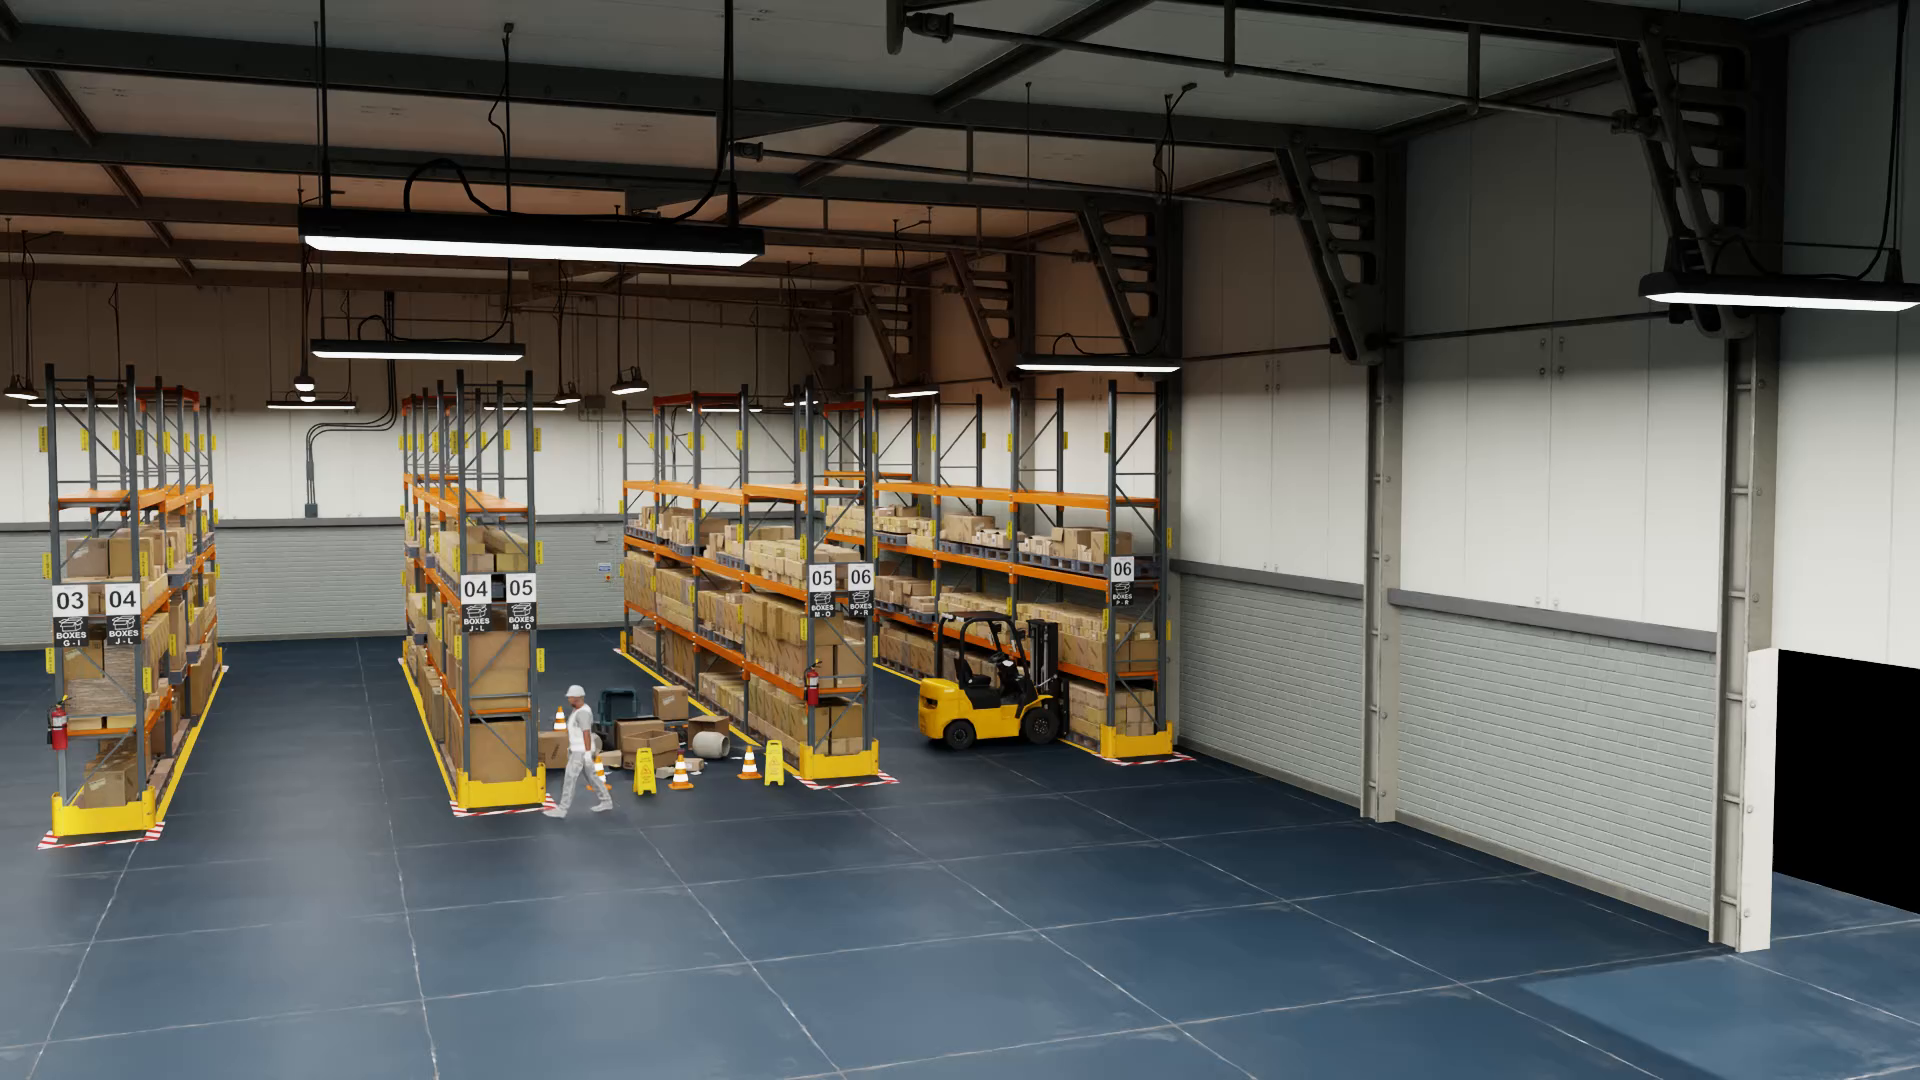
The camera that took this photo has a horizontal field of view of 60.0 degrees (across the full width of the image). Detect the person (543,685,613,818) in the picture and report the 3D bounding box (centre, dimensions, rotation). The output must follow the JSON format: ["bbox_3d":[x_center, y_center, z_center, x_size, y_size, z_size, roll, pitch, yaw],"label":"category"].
[{"bbox_3d":[-5.135,2.824,22.339,0.905,1.752,0.580,-1,3,-12],"label":"person"}]
